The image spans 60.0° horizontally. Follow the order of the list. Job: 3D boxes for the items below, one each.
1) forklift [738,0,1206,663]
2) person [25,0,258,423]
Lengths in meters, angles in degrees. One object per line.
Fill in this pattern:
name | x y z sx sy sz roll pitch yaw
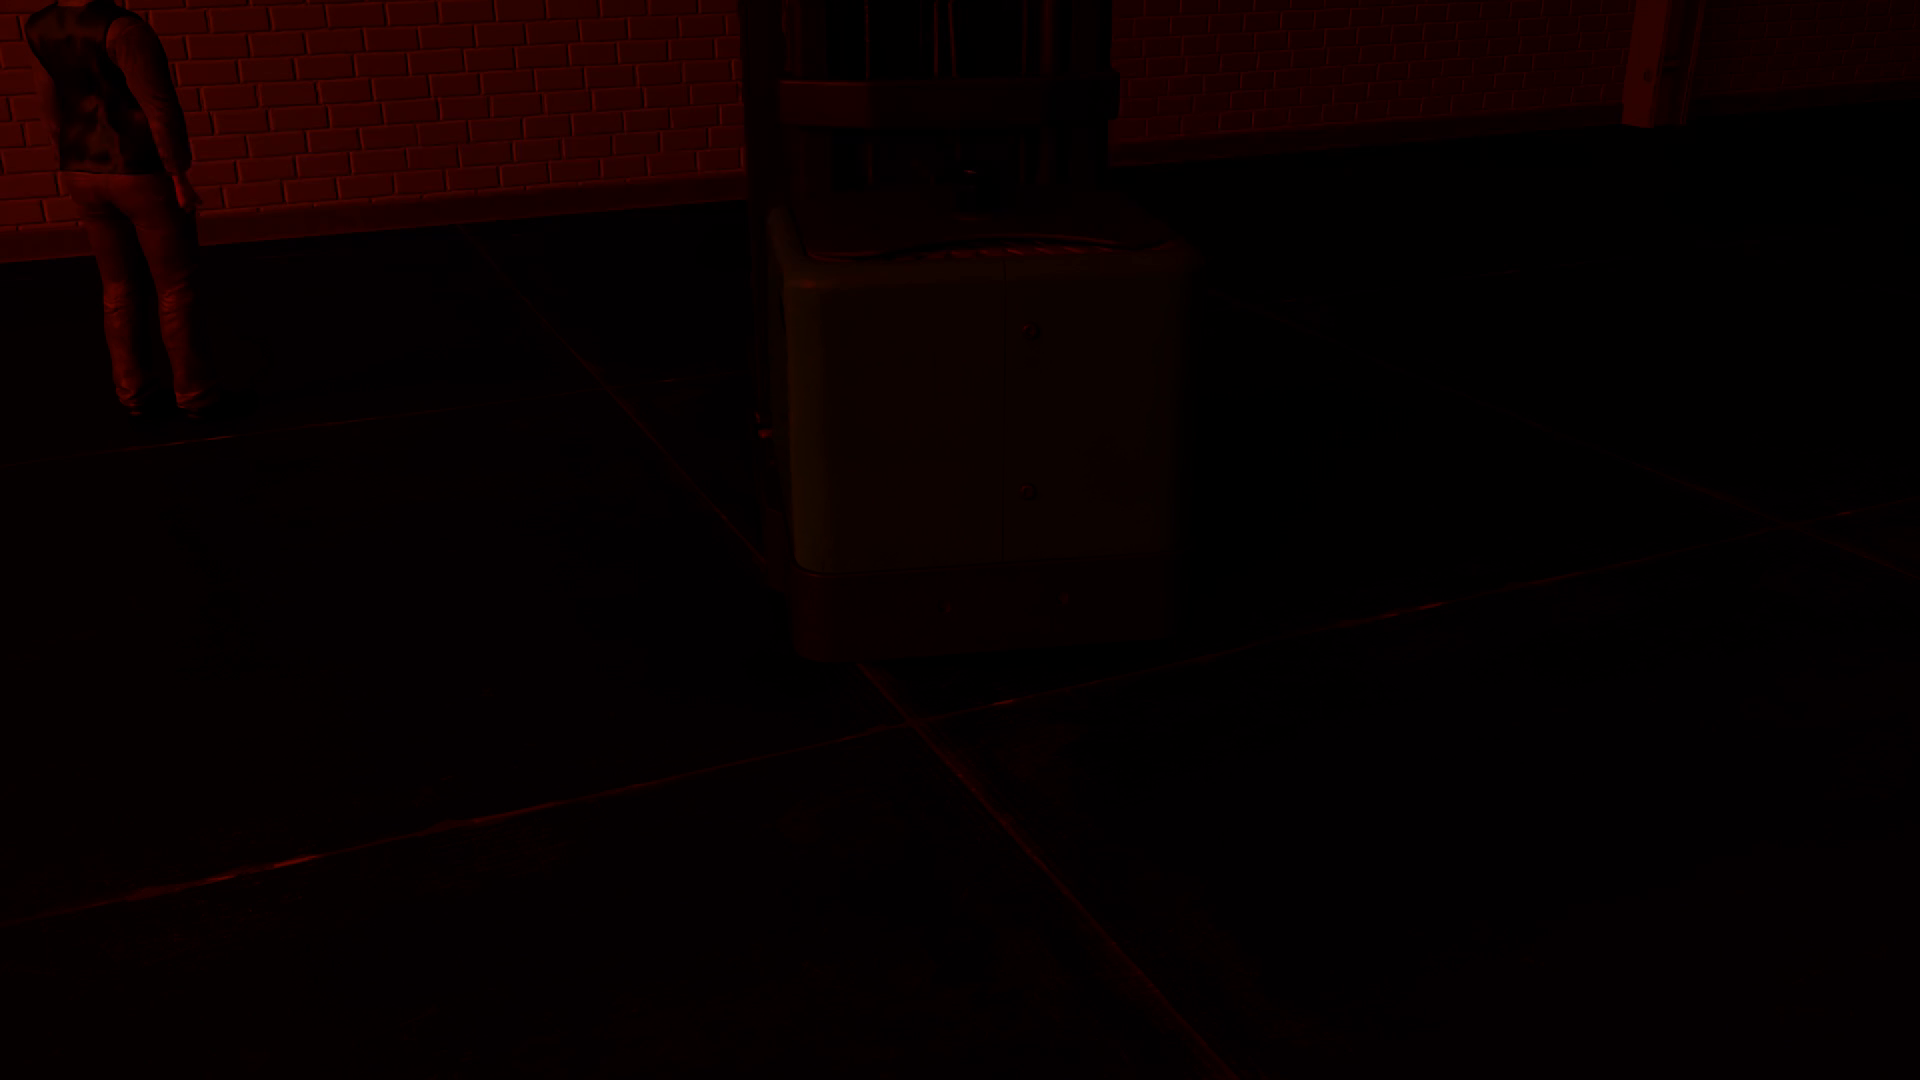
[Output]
forklift | -0.139 -1.577 5.083 1.130 2.935 3.031 -4 23 -9
person | -2.955 -1.276 5.936 0.525 1.724 0.376 5 23 12
